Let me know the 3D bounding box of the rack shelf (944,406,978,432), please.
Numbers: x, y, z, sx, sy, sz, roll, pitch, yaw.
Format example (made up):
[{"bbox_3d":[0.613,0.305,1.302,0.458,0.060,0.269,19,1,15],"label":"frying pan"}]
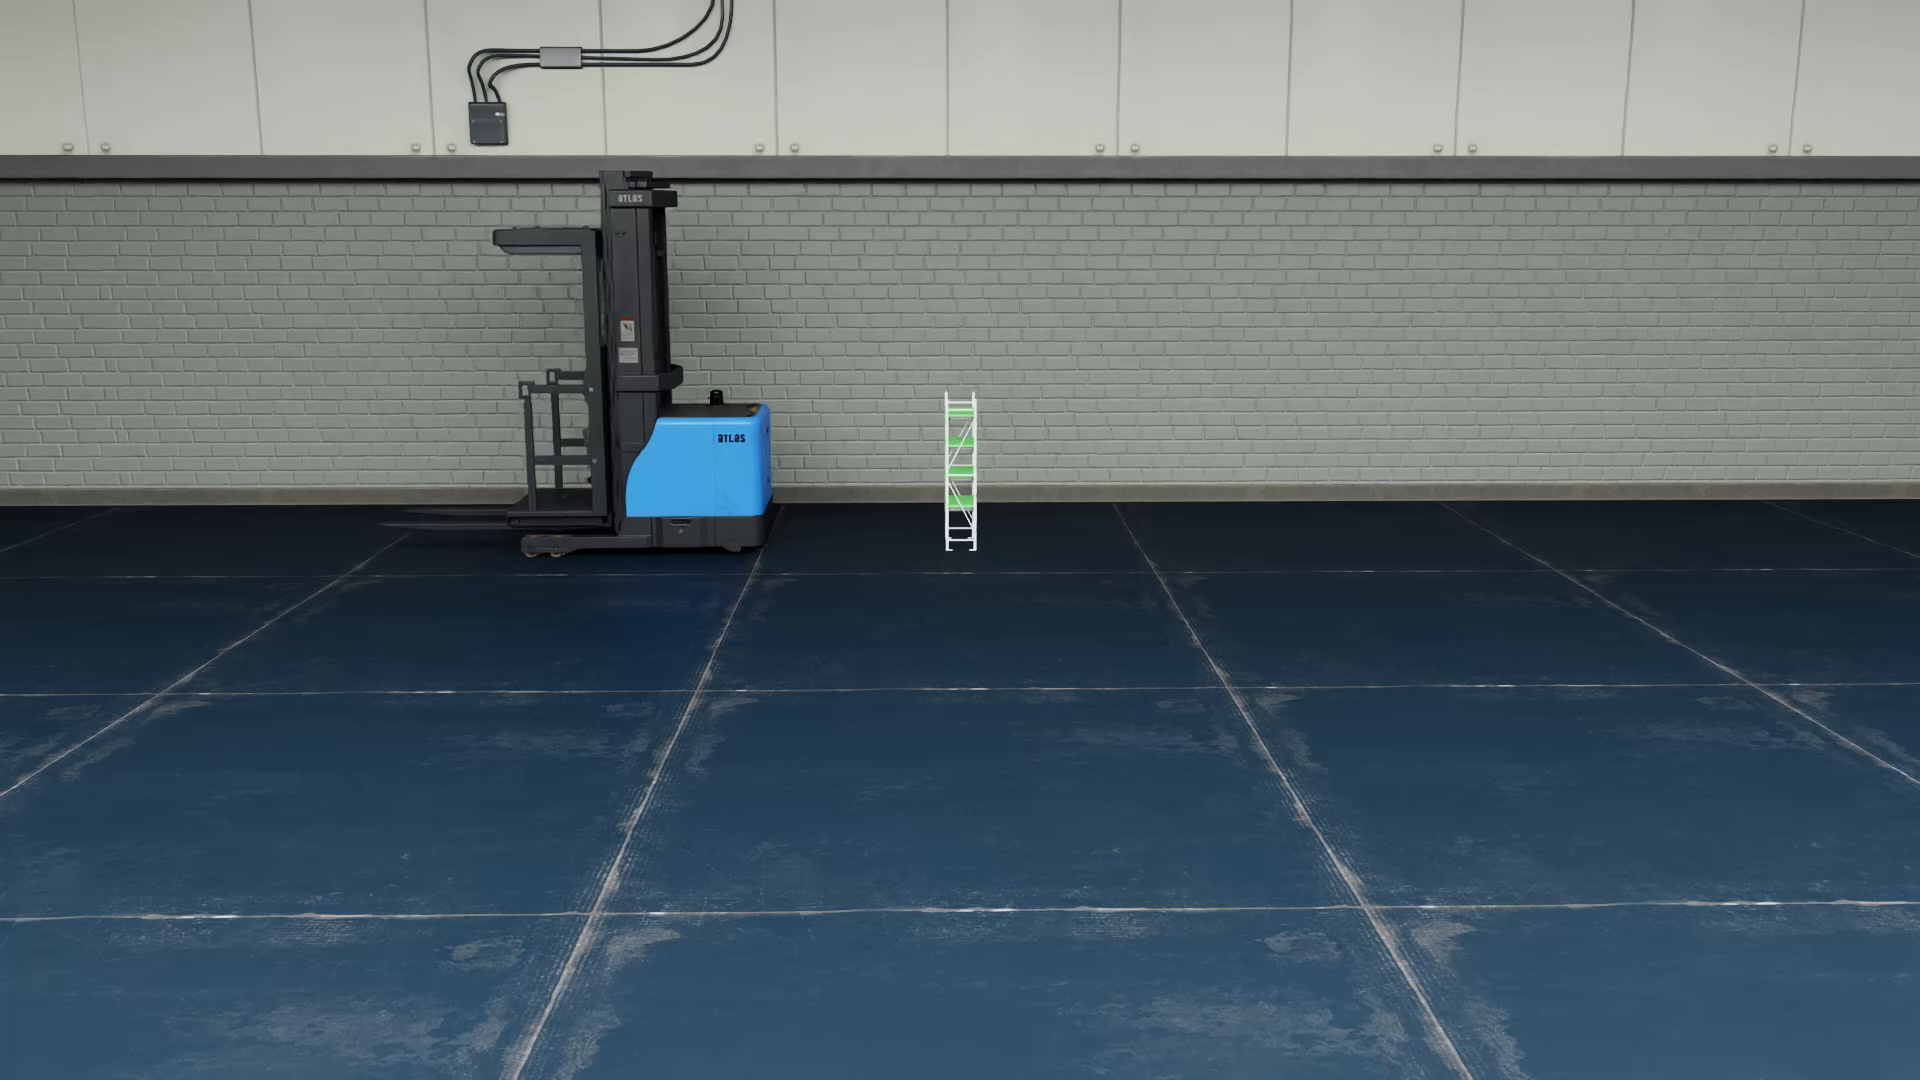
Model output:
[{"bbox_3d":[0.003,-0.963,13.195,0.258,0.148,0.480,0,11,-1],"label":"rack shelf"}]

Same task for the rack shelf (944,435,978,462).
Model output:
[{"bbox_3d":[0.003,-0.728,13.243,0.258,0.148,0.480,0,11,-1],"label":"rack shelf"}]

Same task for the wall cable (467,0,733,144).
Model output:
[{"bbox_3d":[-3.105,-6.400,13.918,2.305,6.003,0.169,0,11,-1],"label":"wall cable"}]

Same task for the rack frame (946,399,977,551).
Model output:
[{"bbox_3d":[0.008,-0.507,13.039,0.240,1.200,0.015,0,11,-1],"label":"rack frame"}]

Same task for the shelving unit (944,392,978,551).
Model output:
[{"bbox_3d":[0.003,-0.555,13.278,0.258,1.200,0.503,0,11,-1],"label":"shelving unit"}]

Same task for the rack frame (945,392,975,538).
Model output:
[{"bbox_3d":[-0.002,-0.604,13.517,0.240,1.200,0.015,0,11,-1],"label":"rack frame"}]

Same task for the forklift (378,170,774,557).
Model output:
[{"bbox_3d":[-3.054,-1.411,13.144,3.031,2.935,1.130,0,11,-2],"label":"forklift"}]

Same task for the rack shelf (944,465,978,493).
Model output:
[{"bbox_3d":[0.003,-0.492,13.290,0.258,0.148,0.480,0,11,-1],"label":"rack shelf"}]

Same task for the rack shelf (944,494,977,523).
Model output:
[{"bbox_3d":[0.003,-0.257,13.338,0.258,0.148,0.480,0,11,-1],"label":"rack shelf"}]
